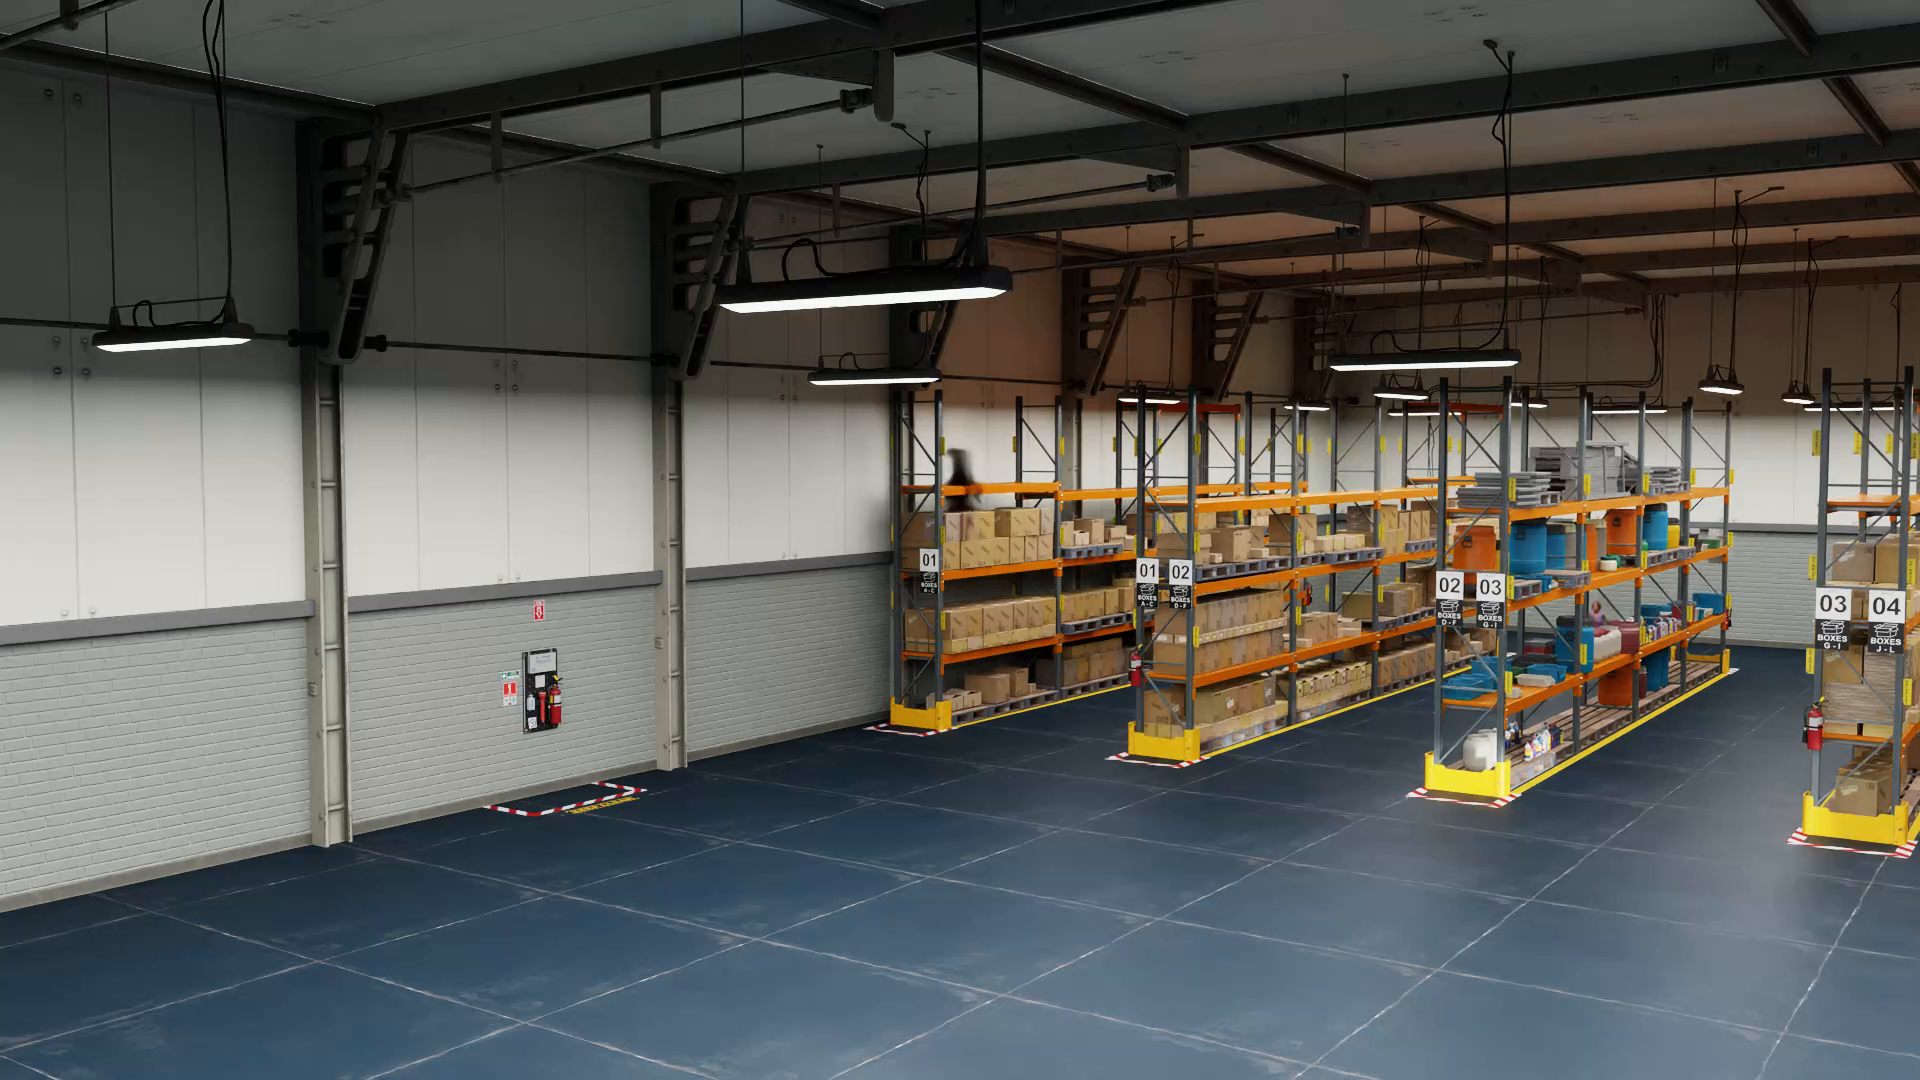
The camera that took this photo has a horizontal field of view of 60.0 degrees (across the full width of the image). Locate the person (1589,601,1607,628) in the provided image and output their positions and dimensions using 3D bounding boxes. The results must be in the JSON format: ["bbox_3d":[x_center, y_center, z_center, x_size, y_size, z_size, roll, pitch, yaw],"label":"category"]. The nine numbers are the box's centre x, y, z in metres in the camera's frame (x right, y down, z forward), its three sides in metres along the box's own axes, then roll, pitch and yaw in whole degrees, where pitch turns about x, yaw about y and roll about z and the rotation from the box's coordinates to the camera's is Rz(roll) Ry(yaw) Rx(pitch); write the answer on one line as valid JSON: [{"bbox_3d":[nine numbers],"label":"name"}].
[{"bbox_3d":[14.188,2.140,37.191,0.545,1.541,0.618,2,4,27],"label":"person"}]
